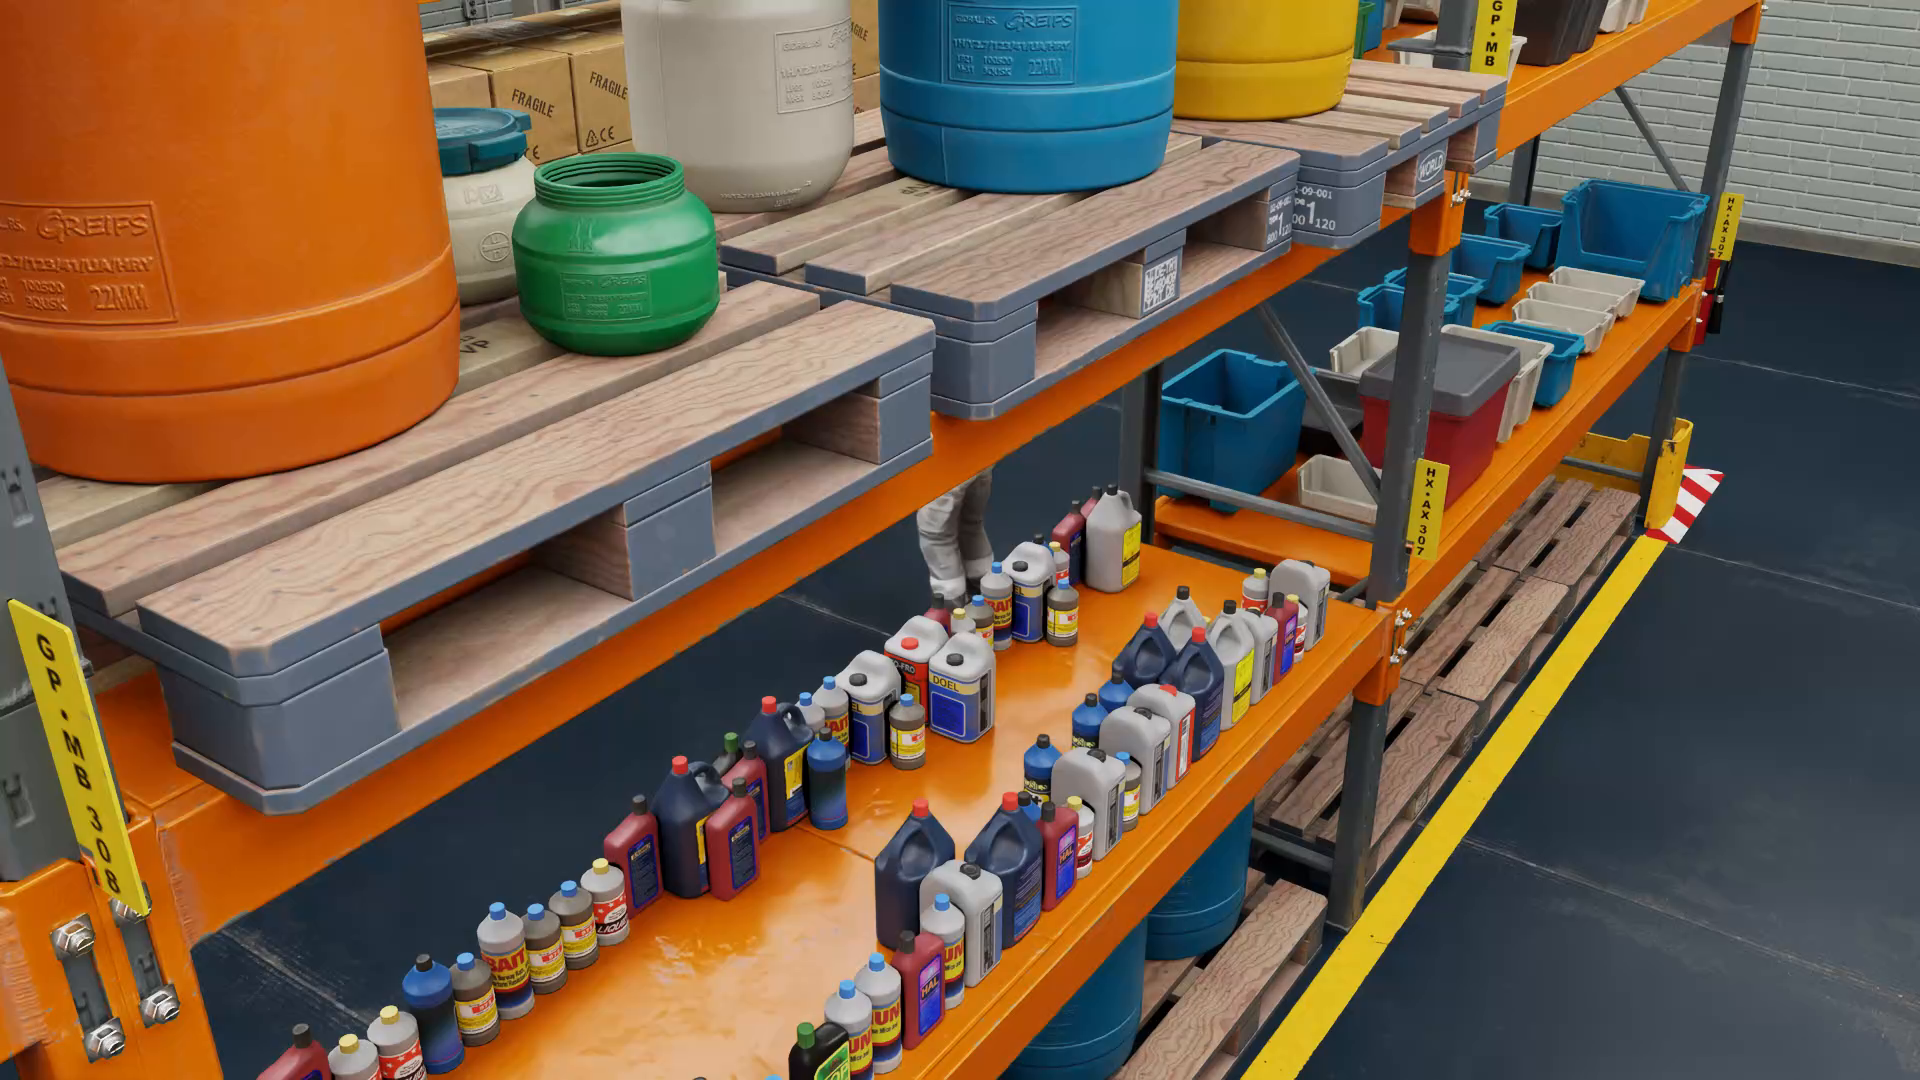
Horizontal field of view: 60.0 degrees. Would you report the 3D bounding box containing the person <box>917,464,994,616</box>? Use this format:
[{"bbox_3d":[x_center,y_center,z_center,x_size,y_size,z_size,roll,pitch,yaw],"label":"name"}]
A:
[{"bbox_3d":[-0.105,-0.400,7.387,0.560,1.785,0.495,18,32,31],"label":"person"}]
